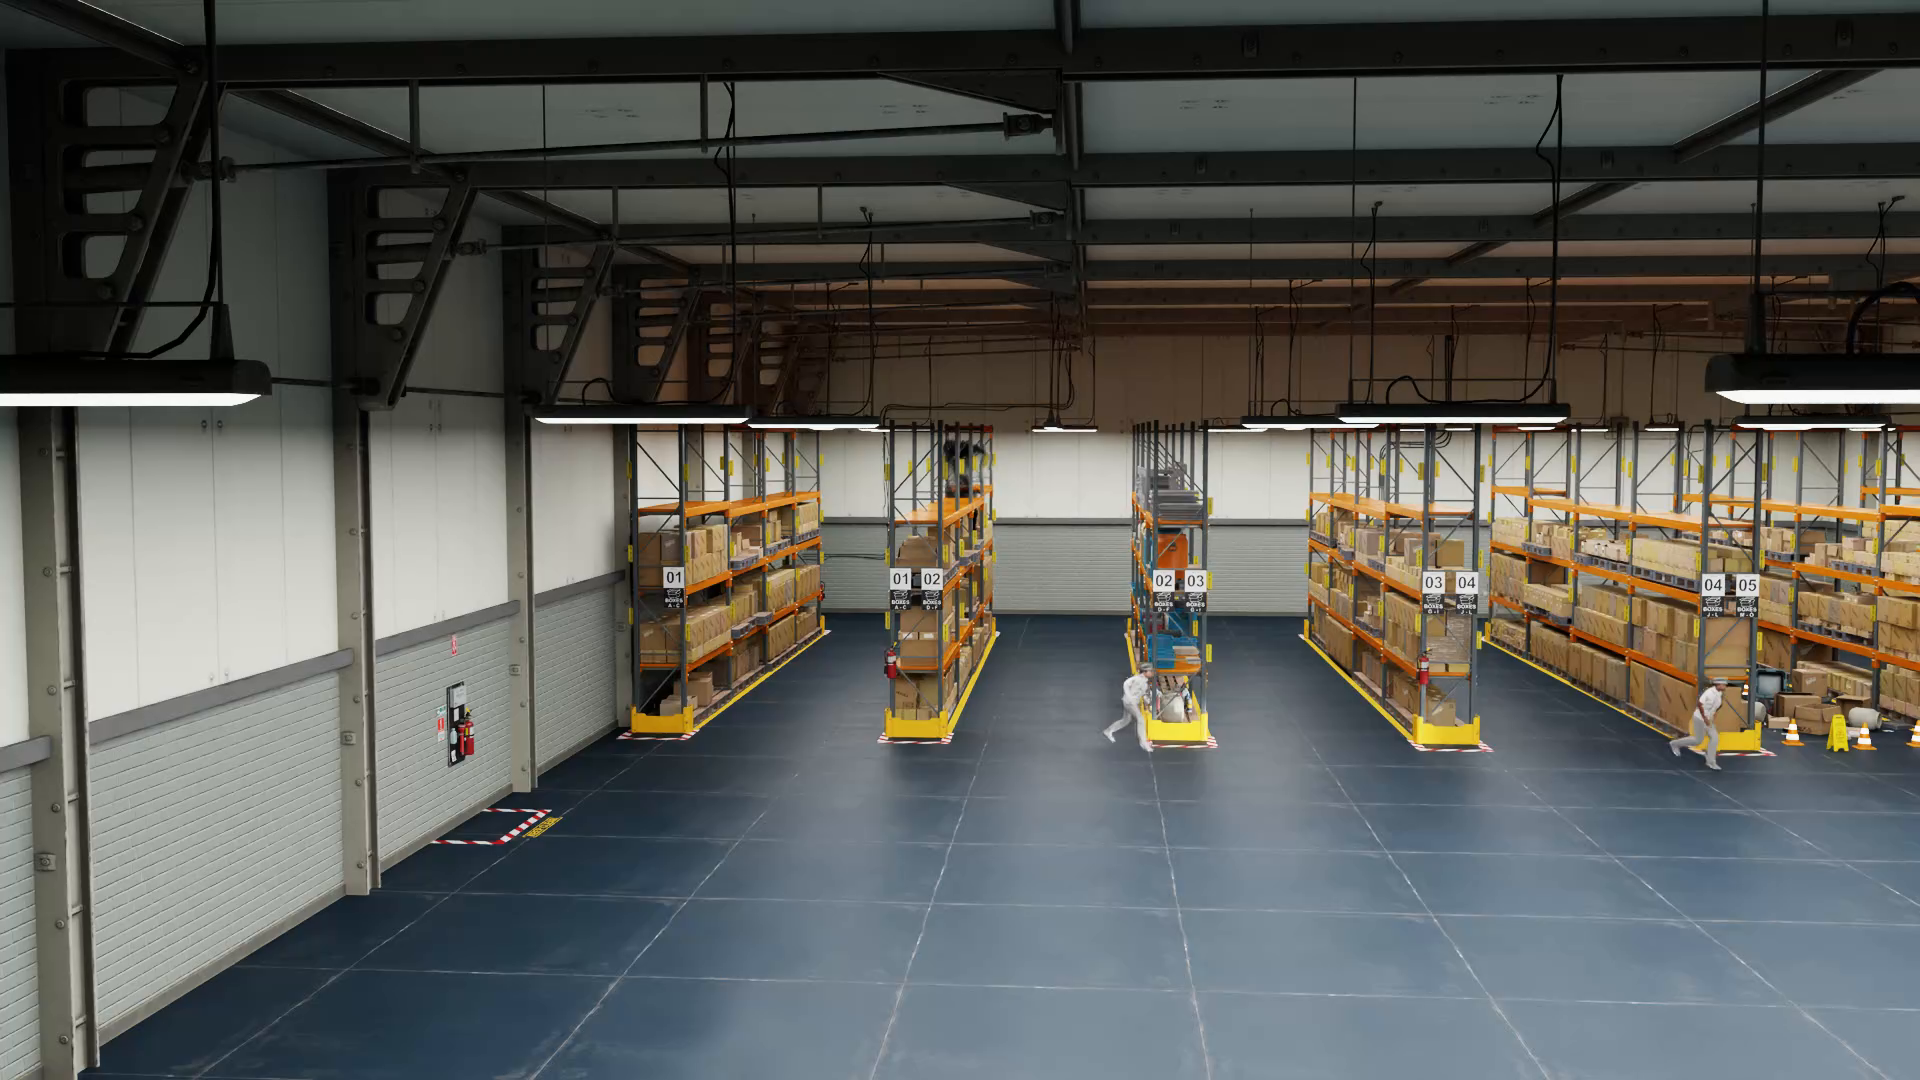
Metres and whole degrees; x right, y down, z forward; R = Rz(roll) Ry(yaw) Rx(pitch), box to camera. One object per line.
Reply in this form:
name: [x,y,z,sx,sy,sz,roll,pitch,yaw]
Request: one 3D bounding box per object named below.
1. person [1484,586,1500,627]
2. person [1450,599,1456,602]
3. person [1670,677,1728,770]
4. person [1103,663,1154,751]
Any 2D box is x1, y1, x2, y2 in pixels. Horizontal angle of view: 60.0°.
person: [15.335,1.857,47.665,0.751,1.745,0.602,-2,4,-28]
person: [13.429,2.059,45.198,0.563,1.609,0.534,0,4,5]
person: [12.775,3.130,28.744,0.925,1.625,0.587,3,5,39]
person: [3.063,3.031,30.302,0.966,1.627,0.654,2,4,29]
